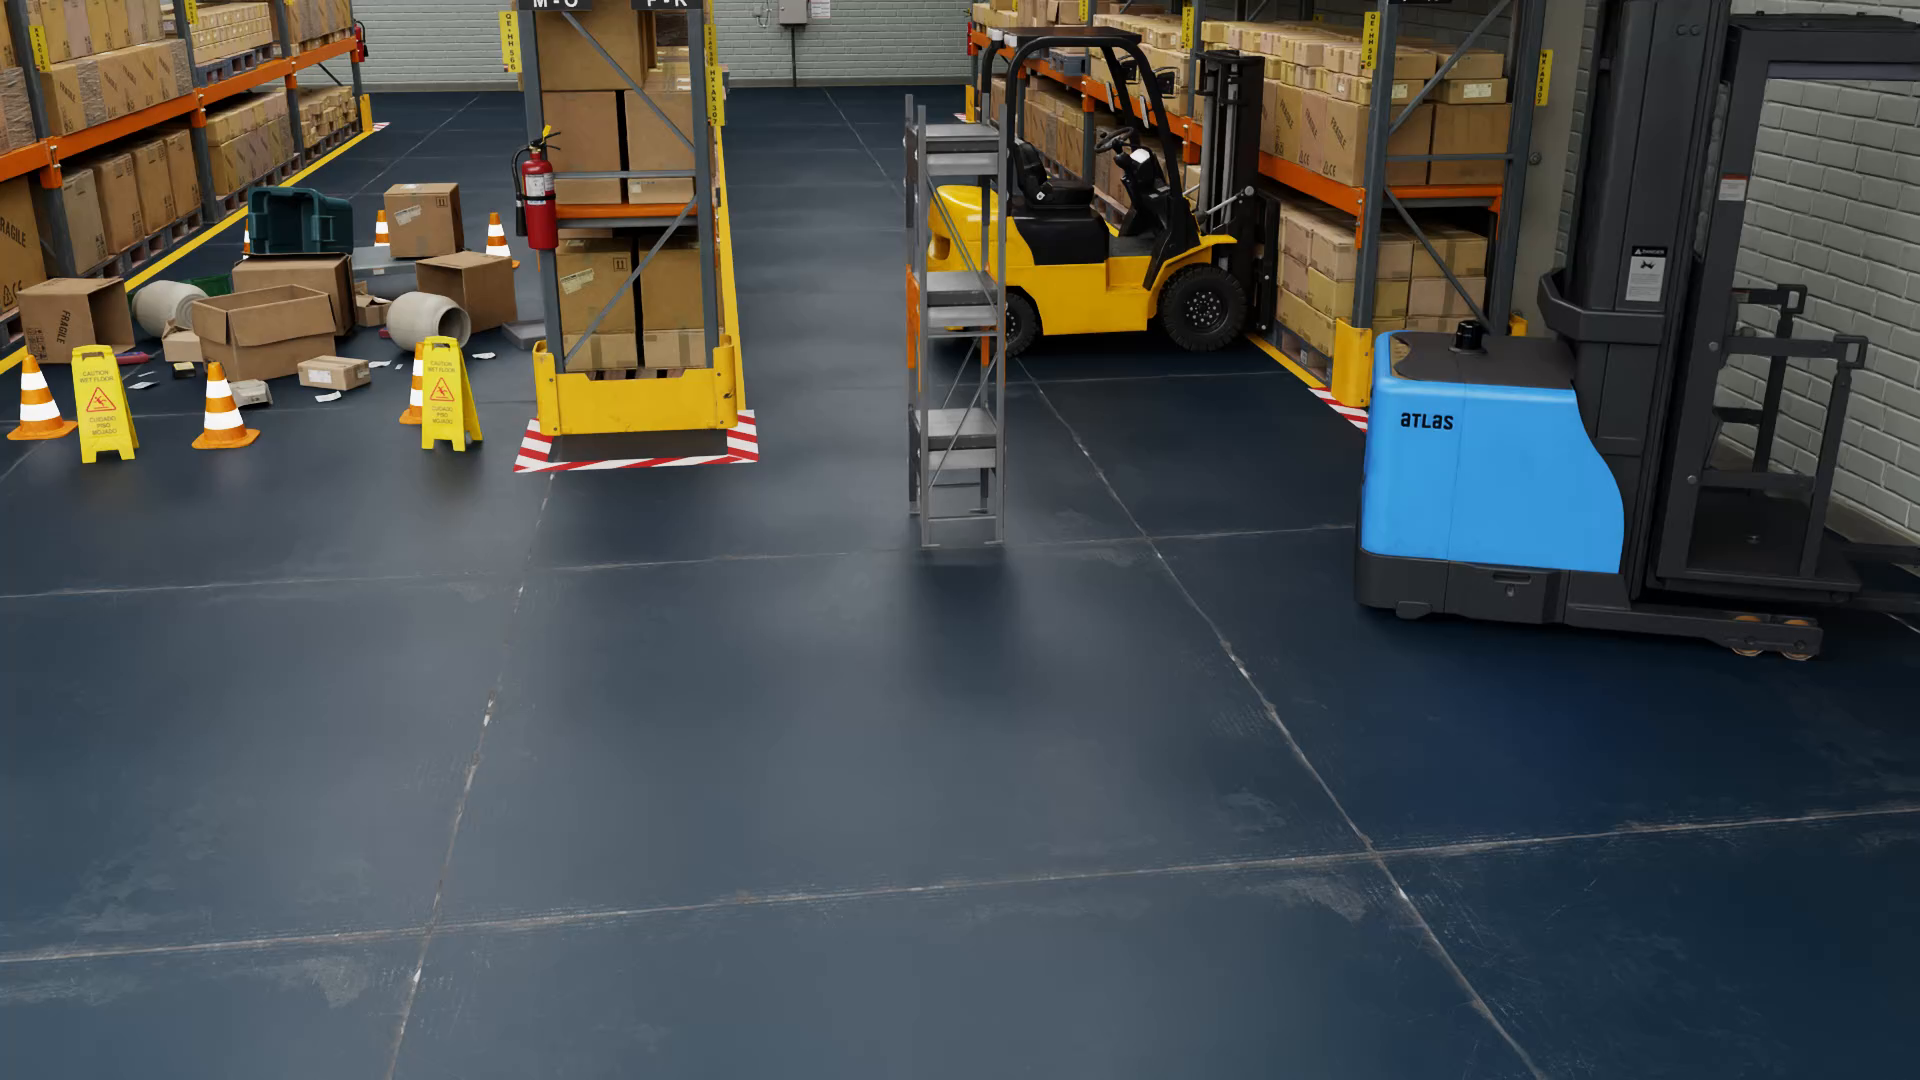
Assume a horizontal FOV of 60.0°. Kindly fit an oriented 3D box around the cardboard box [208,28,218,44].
[{"bbox_3d":[-7.958,-5.238,17.287,0.380,0.149,0.250,-3,21,-8],"label":"cardboard box"}]

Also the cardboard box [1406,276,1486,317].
[{"bbox_3d":[3.118,-1.651,10.966,0.500,0.250,0.500,-3,21,-7],"label":"cardboard box"}]

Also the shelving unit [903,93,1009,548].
[{"bbox_3d":[-0.024,-1.041,8.002,0.431,2.100,0.503,-3,21,-8],"label":"shelving unit"}]

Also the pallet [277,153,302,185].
[{"bbox_3d":[-8.431,-4.378,19.636,1.003,0.211,1.213,-3,21,-8],"label":"pallet"}]

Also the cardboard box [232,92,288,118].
[{"bbox_3d":[-8.187,-5.086,19.446,0.500,0.250,0.500,-3,21,-9],"label":"cardboard box"}]

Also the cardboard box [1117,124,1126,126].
[{"bbox_3d":[1.993,-4.462,18.848,0.500,0.500,0.500,-3,21,-8],"label":"cardboard box"}]

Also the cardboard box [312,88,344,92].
[{"bbox_3d":[-8.815,-6.218,23.202,0.380,0.149,0.250,-3,21,-7],"label":"cardboard box"}]

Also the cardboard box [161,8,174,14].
[{"bbox_3d":[-8.755,-5.704,18.110,0.380,0.149,0.250,-2,21,-6],"label":"cardboard box"}]

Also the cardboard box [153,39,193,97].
[{"bbox_3d":[-7.637,-4.473,15.763,0.500,0.500,0.500,-3,21,-8],"label":"cardboard box"}]

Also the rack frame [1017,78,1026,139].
[{"bbox_3d":[1.251,-6.490,21.306,1.000,3.000,0.127,-3,21,-8],"label":"rack frame"}]

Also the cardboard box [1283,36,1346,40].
[{"bbox_3d":[2.493,-3.470,11.723,0.380,0.149,0.250,-3,21,-7],"label":"cardboard box"}]

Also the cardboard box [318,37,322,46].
[{"bbox_3d":[-8.641,-6.581,21.908,0.380,0.149,0.250,-3,21,-7],"label":"cardboard box"}]

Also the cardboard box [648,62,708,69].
[{"bbox_3d":[-1.959,-2.979,11.337,0.500,0.500,0.500,-3,21,-9],"label":"cardboard box"}]

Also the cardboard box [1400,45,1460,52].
[{"bbox_3d":[3.087,-3.135,10.829,0.380,0.149,0.250,-3,21,-7],"label":"cardboard box"}]

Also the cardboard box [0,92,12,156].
[{"bbox_3d":[-7.225,-2.938,11.580,0.875,0.550,0.550,-3,21,-8],"label":"cardboard box"}]

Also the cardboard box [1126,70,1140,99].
[{"bbox_3d":[1.871,-4.337,15.755,0.500,0.250,0.500,-2,21,-6],"label":"cardboard box"}]

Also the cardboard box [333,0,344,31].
[{"bbox_3d":[-8.732,-7.204,22.648,0.500,0.500,0.500,-3,21,-9],"label":"cardboard box"}]

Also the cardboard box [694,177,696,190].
[{"bbox_3d":[-1.783,-2.277,10.384,0.380,0.149,0.250,-4,21,-9],"label":"cardboard box"}]

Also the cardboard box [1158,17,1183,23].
[{"bbox_3d":[2.200,-5.176,16.717,0.380,0.149,0.250,-3,21,-8],"label":"cardboard box"}]

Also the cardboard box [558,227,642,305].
[{"bbox_3d":[-2.383,-1.788,10.975,0.500,0.500,0.500,-2,21,-6],"label":"cardboard box"}]

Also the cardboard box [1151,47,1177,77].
[{"bbox_3d":[1.999,-4.219,14.725,0.500,0.250,0.500,-3,21,-9],"label":"cardboard box"}]

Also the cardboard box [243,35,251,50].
[{"bbox_3d":[-8.138,-5.546,18.537,0.380,0.149,0.250,-4,21,-10],"label":"cardboard box"}]

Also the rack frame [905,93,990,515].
[{"bbox_3d":[-0.059,-1.125,8.228,0.400,2.100,0.015,-3,21,-8],"label":"rack frame"}]

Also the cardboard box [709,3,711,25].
[{"bbox_3d":[-2.584,-4.740,15.452,0.500,0.500,0.500,-4,21,-11],"label":"cardboard box"}]

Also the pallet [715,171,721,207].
[{"bbox_3d":[-3.123,-3.824,18.153,1.003,0.211,1.213,-3,21,-8],"label":"pallet"}]

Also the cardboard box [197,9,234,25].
[{"bbox_3d":[-8.066,-5.638,17.933,0.380,0.149,0.250,-3,21,-9],"label":"cardboard box"}]

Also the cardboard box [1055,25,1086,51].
[{"bbox_3d":[1.355,-5.581,18.485,0.500,0.250,0.500,-4,21,-10],"label":"cardboard box"}]

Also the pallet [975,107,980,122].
[{"bbox_3d":[0.801,-6.266,24.692,1.003,0.211,1.213,-3,21,-8],"label":"pallet"}]

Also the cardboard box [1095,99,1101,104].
[{"bbox_3d":[1.824,-5.172,19.821,0.380,0.149,0.250,-4,21,-10],"label":"cardboard box"}]

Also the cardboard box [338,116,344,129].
[{"bbox_3d":[-8.601,-5.678,22.607,0.380,0.149,0.250,-4,21,-10],"label":"cardboard box"}]

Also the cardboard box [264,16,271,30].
[{"bbox_3d":[-8.292,-6.044,19.446,0.380,0.149,0.250,-2,21,-6],"label":"cardboard box"}]

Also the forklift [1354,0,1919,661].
[{"bbox_3d":[3.309,-1.079,6.916,3.031,2.935,1.130,5,21,12],"label":"forklift"}]

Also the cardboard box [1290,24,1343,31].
[{"bbox_3d":[2.795,-3.935,12.970,0.380,0.149,0.250,-3,21,-8],"label":"cardboard box"}]

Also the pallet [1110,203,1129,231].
[{"bbox_3d":[2.080,-3.090,16.189,1.003,0.211,1.213,-3,21,-8],"label":"pallet"}]

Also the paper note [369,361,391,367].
[{"bbox_3d":[-4.011,-1.216,11.445,0.148,0.019,0.142,4,21,11],"label":"paper note"}]

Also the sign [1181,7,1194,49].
[{"bbox_3d":[1.868,-4.195,13.619,0.100,0.325,0.005,-3,21,-8],"label":"sign"}]

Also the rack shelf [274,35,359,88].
[{"bbox_3d":[-8.833,-6.309,21.850,1.077,0.370,4.000,-3,21,-8],"label":"rack shelf"}]

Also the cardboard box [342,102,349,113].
[{"bbox_3d":[-8.686,-5.991,23.019,0.380,0.149,0.250,-4,21,-10],"label":"cardboard box"}]

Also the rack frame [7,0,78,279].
[{"bbox_3d":[-7.391,-3.184,12.454,1.000,3.000,0.127,-3,21,-8],"label":"rack frame"}]

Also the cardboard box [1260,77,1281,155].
[{"bbox_3d":[2.427,-3.070,12.007,0.500,0.500,0.500,-3,21,-7],"label":"cardboard box"}]

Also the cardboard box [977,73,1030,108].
[{"bbox_3d":[0.668,-6.686,24.797,0.797,0.503,0.637,-4,21,-10],"label":"cardboard box"}]

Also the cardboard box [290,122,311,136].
[{"bbox_3d":[-8.280,-5.096,20.622,0.380,0.149,0.250,-2,21,-5],"label":"cardboard box"}]

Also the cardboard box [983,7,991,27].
[{"bbox_3d":[0.622,-7.424,23.594,0.500,0.250,0.500,-3,21,-9],"label":"cardboard box"}]

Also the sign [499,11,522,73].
[{"bbox_3d":[-2.483,-2.753,9.194,0.100,0.325,0.005,-3,21,-8],"label":"sign"}]

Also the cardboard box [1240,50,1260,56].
[{"bbox_3d":[2.292,-3.589,12.468,0.380,0.149,0.250,-3,21,-8],"label":"cardboard box"}]

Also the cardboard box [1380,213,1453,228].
[{"bbox_3d":[3.023,-2.061,11.348,0.500,0.250,0.500,-3,21,-8],"label":"cardboard box"}]

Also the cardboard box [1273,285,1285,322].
[{"bbox_3d":[2.475,-1.737,11.909,0.500,0.250,0.500,-3,21,-7],"label":"cardboard box"}]

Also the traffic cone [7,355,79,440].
[{"bbox_3d":[-5.486,-0.866,9.874,0.336,0.463,0.334,-3,21,-8],"label":"traffic cone"}]

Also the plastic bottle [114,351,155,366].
[{"bbox_3d":[-5.723,-1.256,11.491,0.283,0.061,0.133,-11,23,-26],"label":"plastic bottle"}]

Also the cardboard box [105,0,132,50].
[{"bbox_3d":[-7.763,-4.576,14.608,0.700,0.500,0.500,-3,21,-9],"label":"cardboard box"}]

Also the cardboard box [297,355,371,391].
[{"bbox_3d":[-4.119,-1.100,10.948,0.380,0.149,0.250,8,22,20],"label":"cardboard box"}]

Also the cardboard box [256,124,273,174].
[{"bbox_3d":[-8.045,-4.381,18.630,0.500,0.500,0.500,-3,21,-9],"label":"cardboard box"}]

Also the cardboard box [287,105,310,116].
[{"bbox_3d":[-8.455,-5.407,21.030,0.380,0.149,0.250,-3,21,-9],"label":"cardboard box"}]

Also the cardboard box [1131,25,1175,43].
[{"bbox_3d":[1.806,-4.707,15.461,0.380,0.149,0.250,-3,21,-9],"label":"cardboard box"}]

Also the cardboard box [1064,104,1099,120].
[{"bbox_3d":[1.411,-4.959,19.253,0.380,0.149,0.250,-3,21,-9],"label":"cardboard box"}]

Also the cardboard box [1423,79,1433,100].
[{"bbox_3d":[3.090,-2.899,10.620,0.380,0.149,0.250,-3,21,-8],"label":"cardboard box"}]
